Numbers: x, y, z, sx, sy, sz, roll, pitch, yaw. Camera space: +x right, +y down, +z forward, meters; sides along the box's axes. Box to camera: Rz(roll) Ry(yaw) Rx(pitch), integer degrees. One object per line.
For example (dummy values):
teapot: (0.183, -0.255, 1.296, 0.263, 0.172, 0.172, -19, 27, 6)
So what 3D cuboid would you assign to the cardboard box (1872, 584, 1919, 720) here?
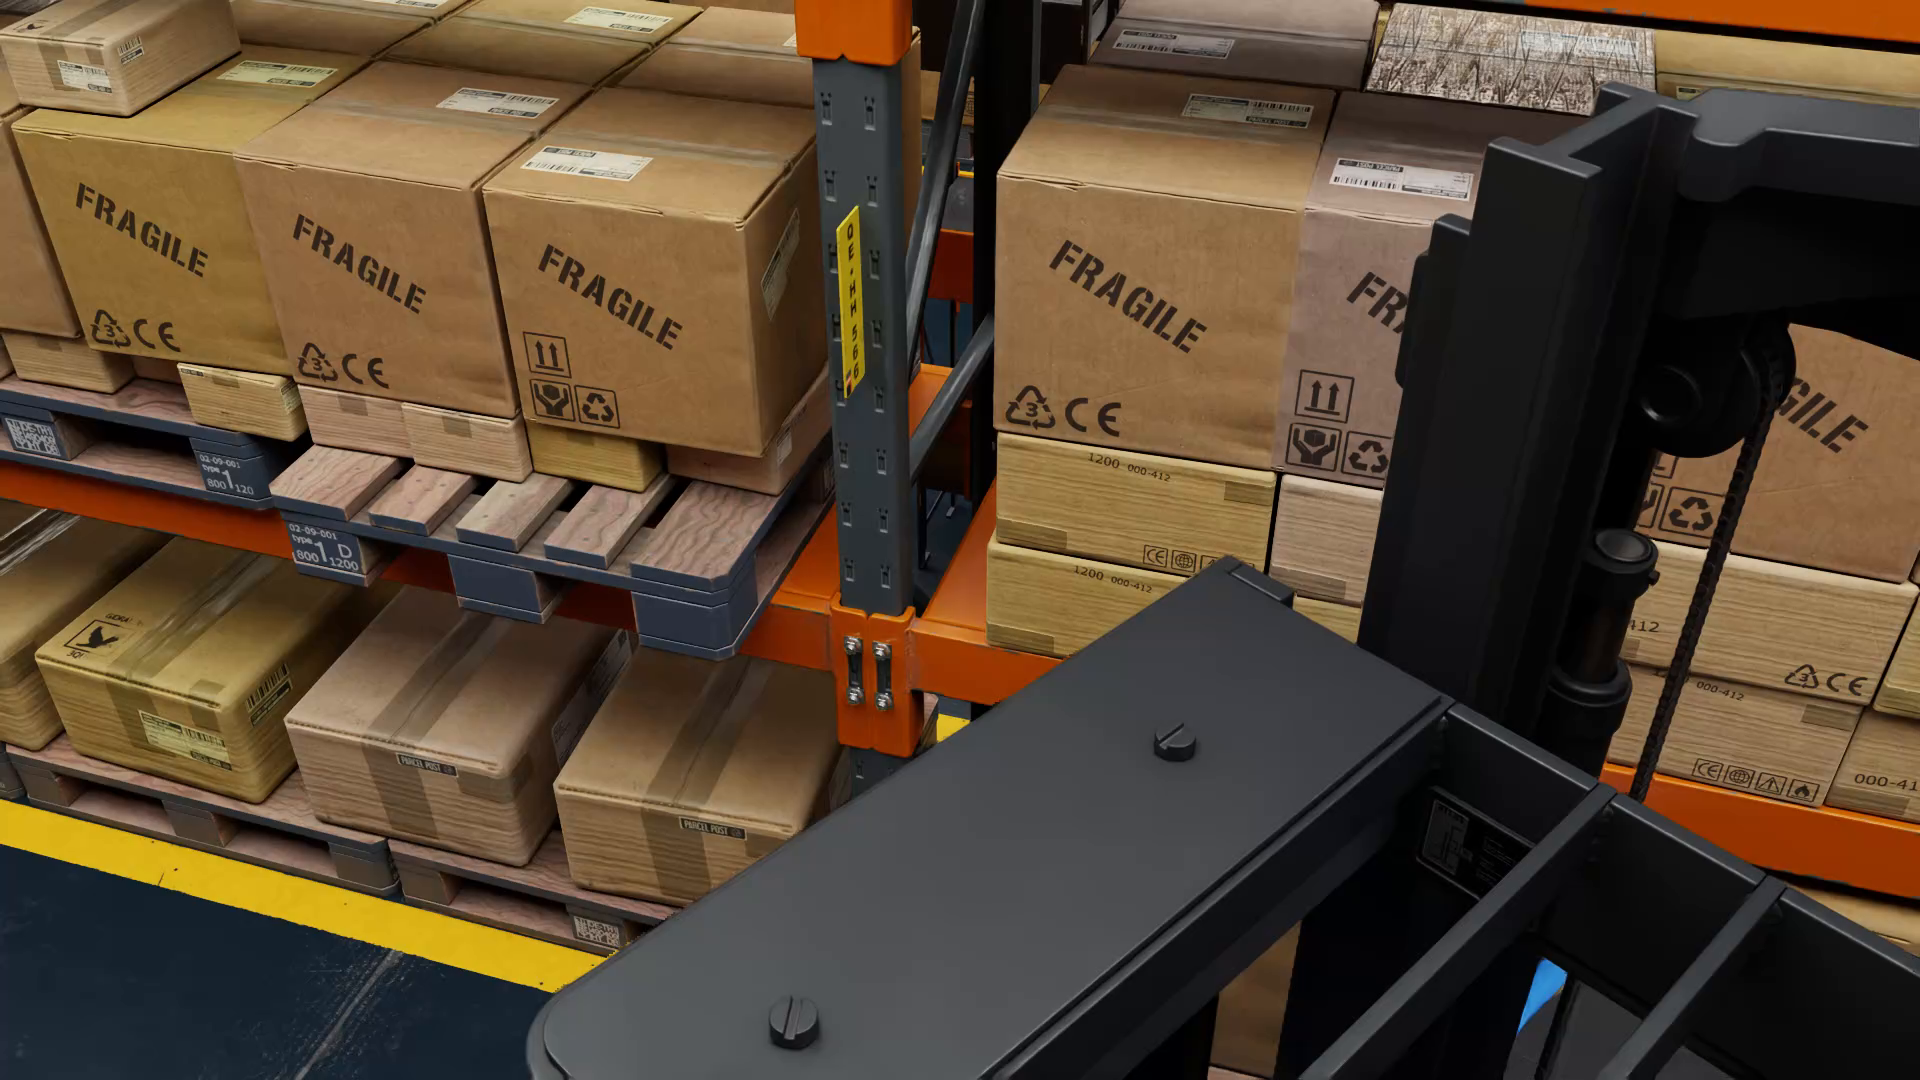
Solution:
cardboard box: (1.822, 0.092, 2.800, 0.500, 0.250, 0.500, 11, 38, 15)

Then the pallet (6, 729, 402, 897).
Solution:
pallet: (-1.939, 0.487, 4.911, 1.213, 0.211, 1.003, 10, 38, 14)

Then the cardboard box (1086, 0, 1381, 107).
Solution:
cardboard box: (0.539, -0.780, 3.352, 0.500, 0.500, 0.500, 10, 37, 13)

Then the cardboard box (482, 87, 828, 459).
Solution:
cardboard box: (-0.550, -0.533, 3.254, 0.500, 0.500, 0.500, 9, 37, 13)

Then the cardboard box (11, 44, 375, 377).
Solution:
cardboard box: (-1.528, -0.707, 3.490, 0.500, 0.500, 0.500, 8, 37, 11)

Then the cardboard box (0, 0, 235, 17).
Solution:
cardboard box: (-1.877, -1.091, 4.013, 0.500, 0.500, 0.500, 9, 37, 12)

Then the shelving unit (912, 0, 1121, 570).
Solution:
shelving unit: (0.158, -0.816, 5.088, 0.503, 2.100, 0.431, 10, 38, 14)

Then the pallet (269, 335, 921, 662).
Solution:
pallet: (-0.745, -0.269, 3.747, 1.003, 0.211, 1.213, 10, 38, 14)

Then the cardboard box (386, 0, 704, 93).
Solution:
cardboard box: (-0.893, -0.909, 3.764, 0.500, 0.500, 0.500, 12, 38, 16)

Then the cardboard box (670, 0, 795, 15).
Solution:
cardboard box: (-0.932, -2.838, 8.619, 0.750, 0.750, 1.050, 10, 38, 14)

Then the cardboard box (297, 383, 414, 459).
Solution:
cardboard box: (-1.185, -0.348, 3.550, 0.250, 0.149, 0.380, 9, 37, 12)

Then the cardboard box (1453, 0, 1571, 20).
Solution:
cardboard box: (2.417, -2.215, 7.351, 0.500, 0.250, 0.500, 10, 38, 13)

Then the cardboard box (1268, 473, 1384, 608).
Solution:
cardboard box: (0.870, -0.100, 3.061, 0.500, 0.250, 0.500, 11, 38, 15)

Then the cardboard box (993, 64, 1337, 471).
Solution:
cardboard box: (0.365, -0.498, 2.969, 0.500, 0.500, 0.500, 9, 37, 12)

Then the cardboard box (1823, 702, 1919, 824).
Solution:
cardboard box: (1.826, 0.271, 2.978, 0.500, 0.250, 0.500, 10, 38, 14)

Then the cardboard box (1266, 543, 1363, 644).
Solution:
cardboard box: (0.855, 0.089, 3.225, 0.500, 0.250, 0.500, 9, 37, 13)

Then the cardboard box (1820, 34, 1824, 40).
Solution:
cardboard box: (4.029, -2.230, 7.371, 0.500, 0.250, 0.500, 12, 38, 15)

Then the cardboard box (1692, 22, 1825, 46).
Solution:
cardboard box: (3.383, -2.029, 7.098, 0.500, 0.250, 0.500, 9, 37, 12)

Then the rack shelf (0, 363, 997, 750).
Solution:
rack shelf: (-1.942, -0.345, 4.295, 4.000, 0.370, 1.077, 10, 38, 14)

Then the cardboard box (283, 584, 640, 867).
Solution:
cardboard box: (-1.276, 0.377, 4.570, 0.625, 0.372, 0.950, 10, 37, 13)

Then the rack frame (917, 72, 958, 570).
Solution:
rack frame: (-0.075, -0.860, 5.146, 0.015, 2.100, 0.400, 10, 38, 14)

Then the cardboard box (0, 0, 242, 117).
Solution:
cardboard box: (-1.679, -1.001, 3.342, 0.250, 0.149, 0.380, 9, 37, 12)

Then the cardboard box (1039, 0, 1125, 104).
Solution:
cardboard box: (0.792, -2.521, 8.188, 0.750, 0.750, 1.050, 10, 38, 13)

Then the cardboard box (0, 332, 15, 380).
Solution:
cardboard box: (-2.182, -0.533, 3.802, 0.250, 0.149, 0.380, 12, 38, 16)

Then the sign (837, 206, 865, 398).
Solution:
sign: (-0.186, -0.407, 2.862, 0.005, 0.325, 0.100, 10, 38, 14)

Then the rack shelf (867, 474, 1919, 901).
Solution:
rack shelf: (1.876, 0.362, 3.334, 4.000, 0.370, 1.077, 10, 38, 14)

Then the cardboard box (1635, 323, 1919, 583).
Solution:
cardboard box: (1.331, -0.316, 2.721, 0.500, 0.500, 0.500, 12, 38, 15)

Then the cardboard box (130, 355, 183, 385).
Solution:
cardboard box: (-1.654, -0.505, 3.763, 0.250, 0.149, 0.380, 11, 38, 14)

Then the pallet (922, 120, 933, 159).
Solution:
pallet: (-0.544, -2.375, 8.799, 1.213, 0.211, 1.003, 10, 38, 14)

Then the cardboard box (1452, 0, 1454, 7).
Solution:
cardboard box: (2.078, -2.591, 7.862, 0.500, 0.250, 0.500, 10, 37, 13)

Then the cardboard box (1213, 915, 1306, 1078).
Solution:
cardboard box: (0.602, 0.575, 3.877, 0.875, 0.875, 0.875, 10, 38, 13)

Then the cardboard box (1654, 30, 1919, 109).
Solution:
cardboard box: (1.503, -0.603, 3.111, 0.500, 0.500, 0.500, 11, 38, 14)

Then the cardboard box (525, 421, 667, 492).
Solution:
cardboard box: (-0.693, -0.280, 3.458, 0.250, 0.149, 0.380, 11, 38, 15)

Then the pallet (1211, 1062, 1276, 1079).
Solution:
pallet: (0.697, 1.024, 4.180, 1.213, 0.211, 1.003, 10, 38, 14)

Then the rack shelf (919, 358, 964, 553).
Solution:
rack shelf: (0.158, -0.242, 5.511, 0.480, 0.518, 0.431, 10, 38, 14)

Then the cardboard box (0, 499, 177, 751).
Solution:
cardboard box: (-2.662, 0.118, 4.922, 0.625, 0.372, 0.950, 13, 38, 17)
